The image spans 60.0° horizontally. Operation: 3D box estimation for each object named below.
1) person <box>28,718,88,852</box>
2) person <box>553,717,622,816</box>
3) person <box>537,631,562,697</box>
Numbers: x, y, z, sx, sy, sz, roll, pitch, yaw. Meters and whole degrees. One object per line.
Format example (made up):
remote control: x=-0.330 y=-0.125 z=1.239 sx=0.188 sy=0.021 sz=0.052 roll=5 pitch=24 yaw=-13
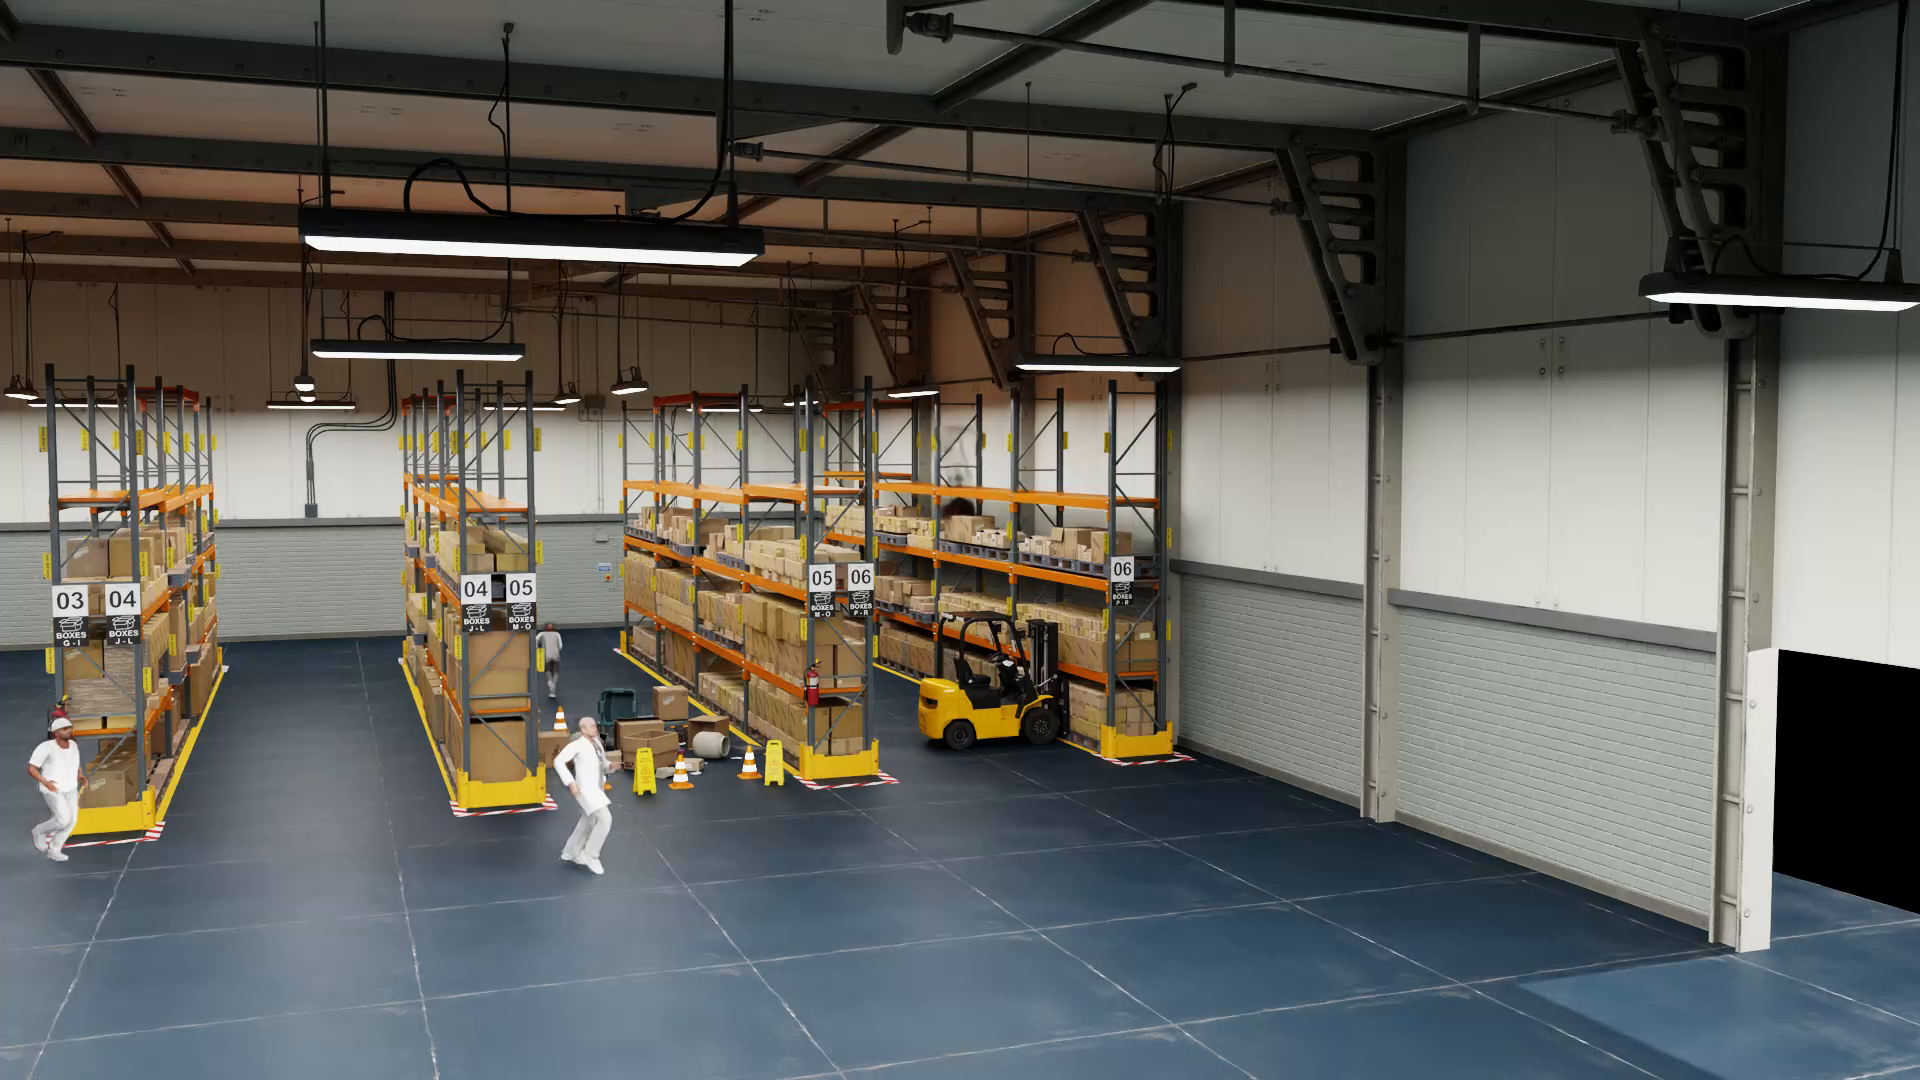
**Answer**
person: x=-10.821 y=2.956 z=19.992 sx=0.519 sy=1.643 sz=0.674 roll=1 pitch=4 yaw=21
person: x=-4.284 y=2.643 z=19.429 sx=0.710 sy=1.144 sz=0.672 roll=1 pitch=3 yaw=12
person: x=-8.128 y=2.455 z=32.827 sx=0.566 sy=1.271 sz=0.576 roll=-1 pitch=3 yaw=-17
